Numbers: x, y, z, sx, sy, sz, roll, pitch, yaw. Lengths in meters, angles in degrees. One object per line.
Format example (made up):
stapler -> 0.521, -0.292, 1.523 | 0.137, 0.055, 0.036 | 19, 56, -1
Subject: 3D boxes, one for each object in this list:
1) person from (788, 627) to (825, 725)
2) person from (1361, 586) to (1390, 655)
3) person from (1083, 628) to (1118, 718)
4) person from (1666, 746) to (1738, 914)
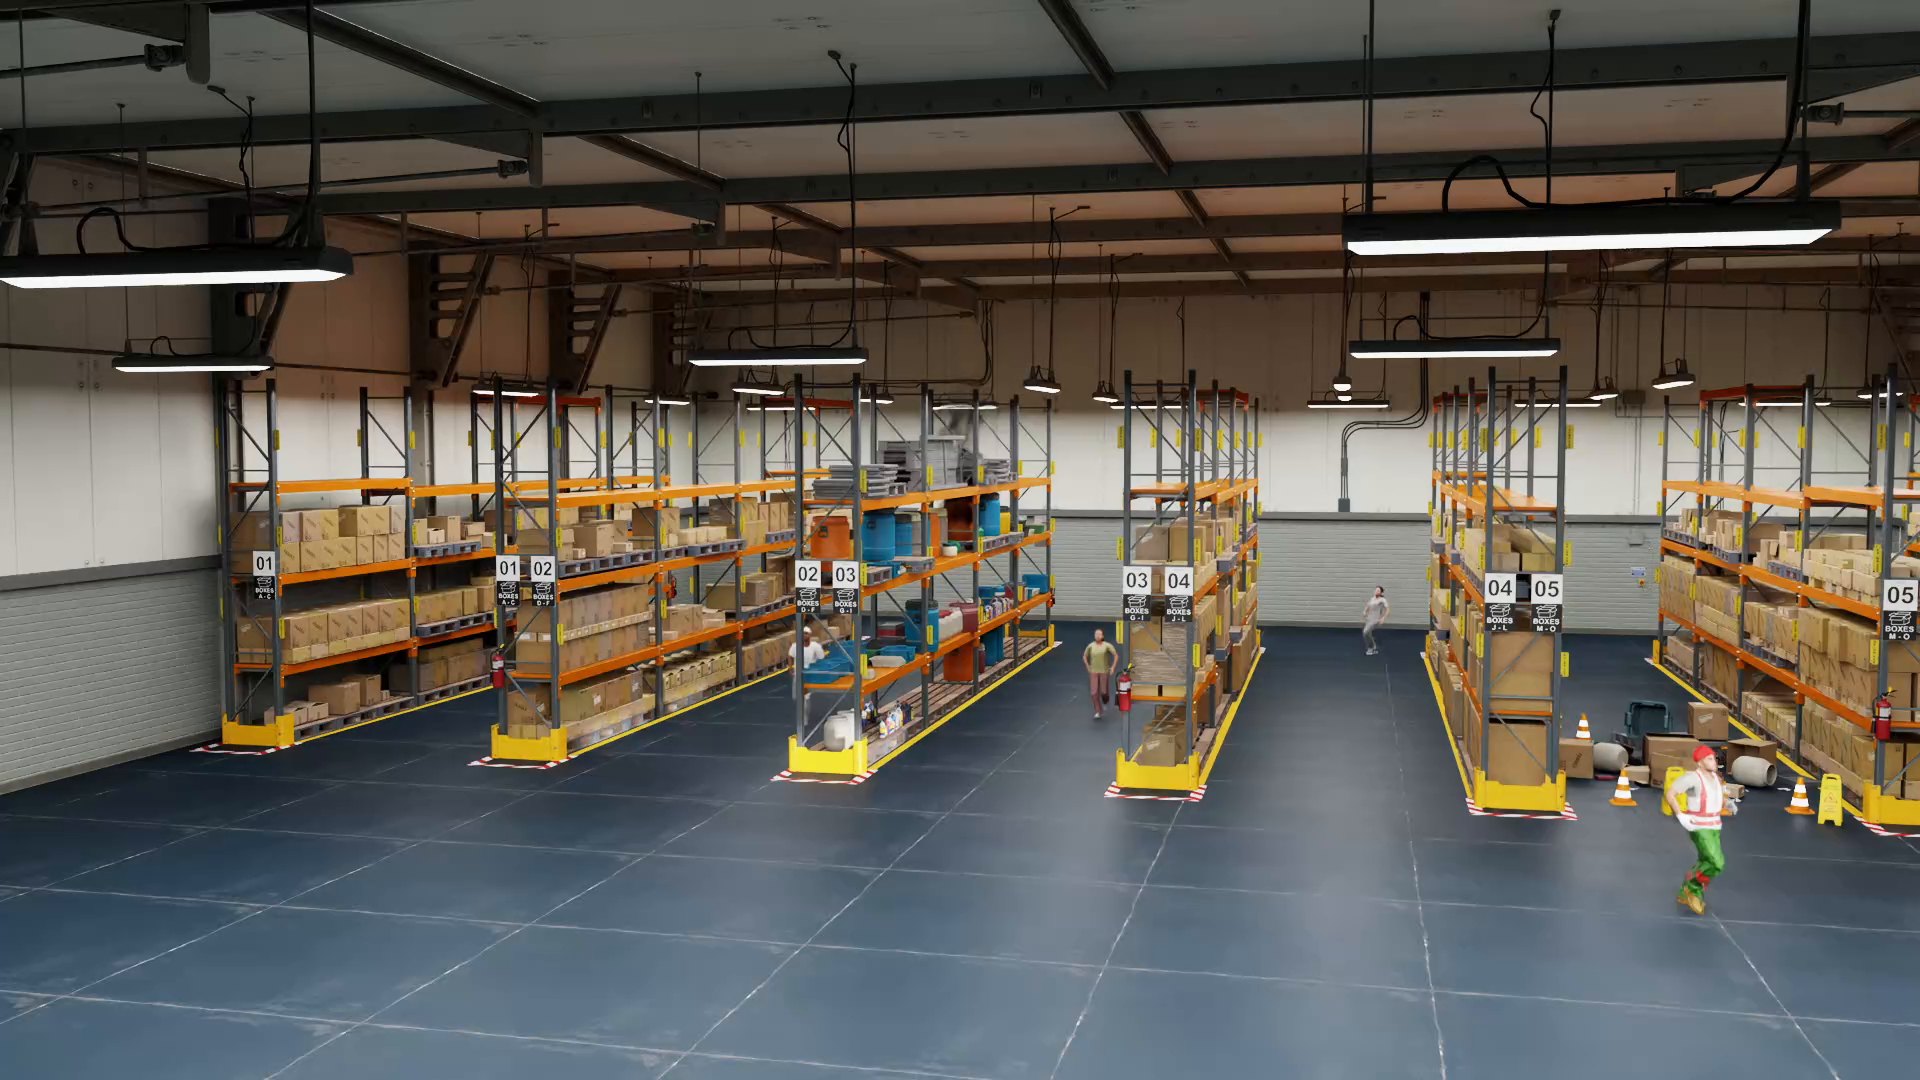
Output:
person -> -2.729, 2.384, 29.389 | 0.703, 1.724, 0.610 | 1, 4, 14
person -> 9.593, 1.924, 38.673 | 0.555, 1.526, 0.617 | -2, 4, -25
person -> 2.519, 2.439, 29.960 | 0.625, 1.524, 0.577 | 1, 4, 13
person -> 7.873, 3.055, 17.564 | 0.719, 1.766, 0.590 | -2, 4, -31
